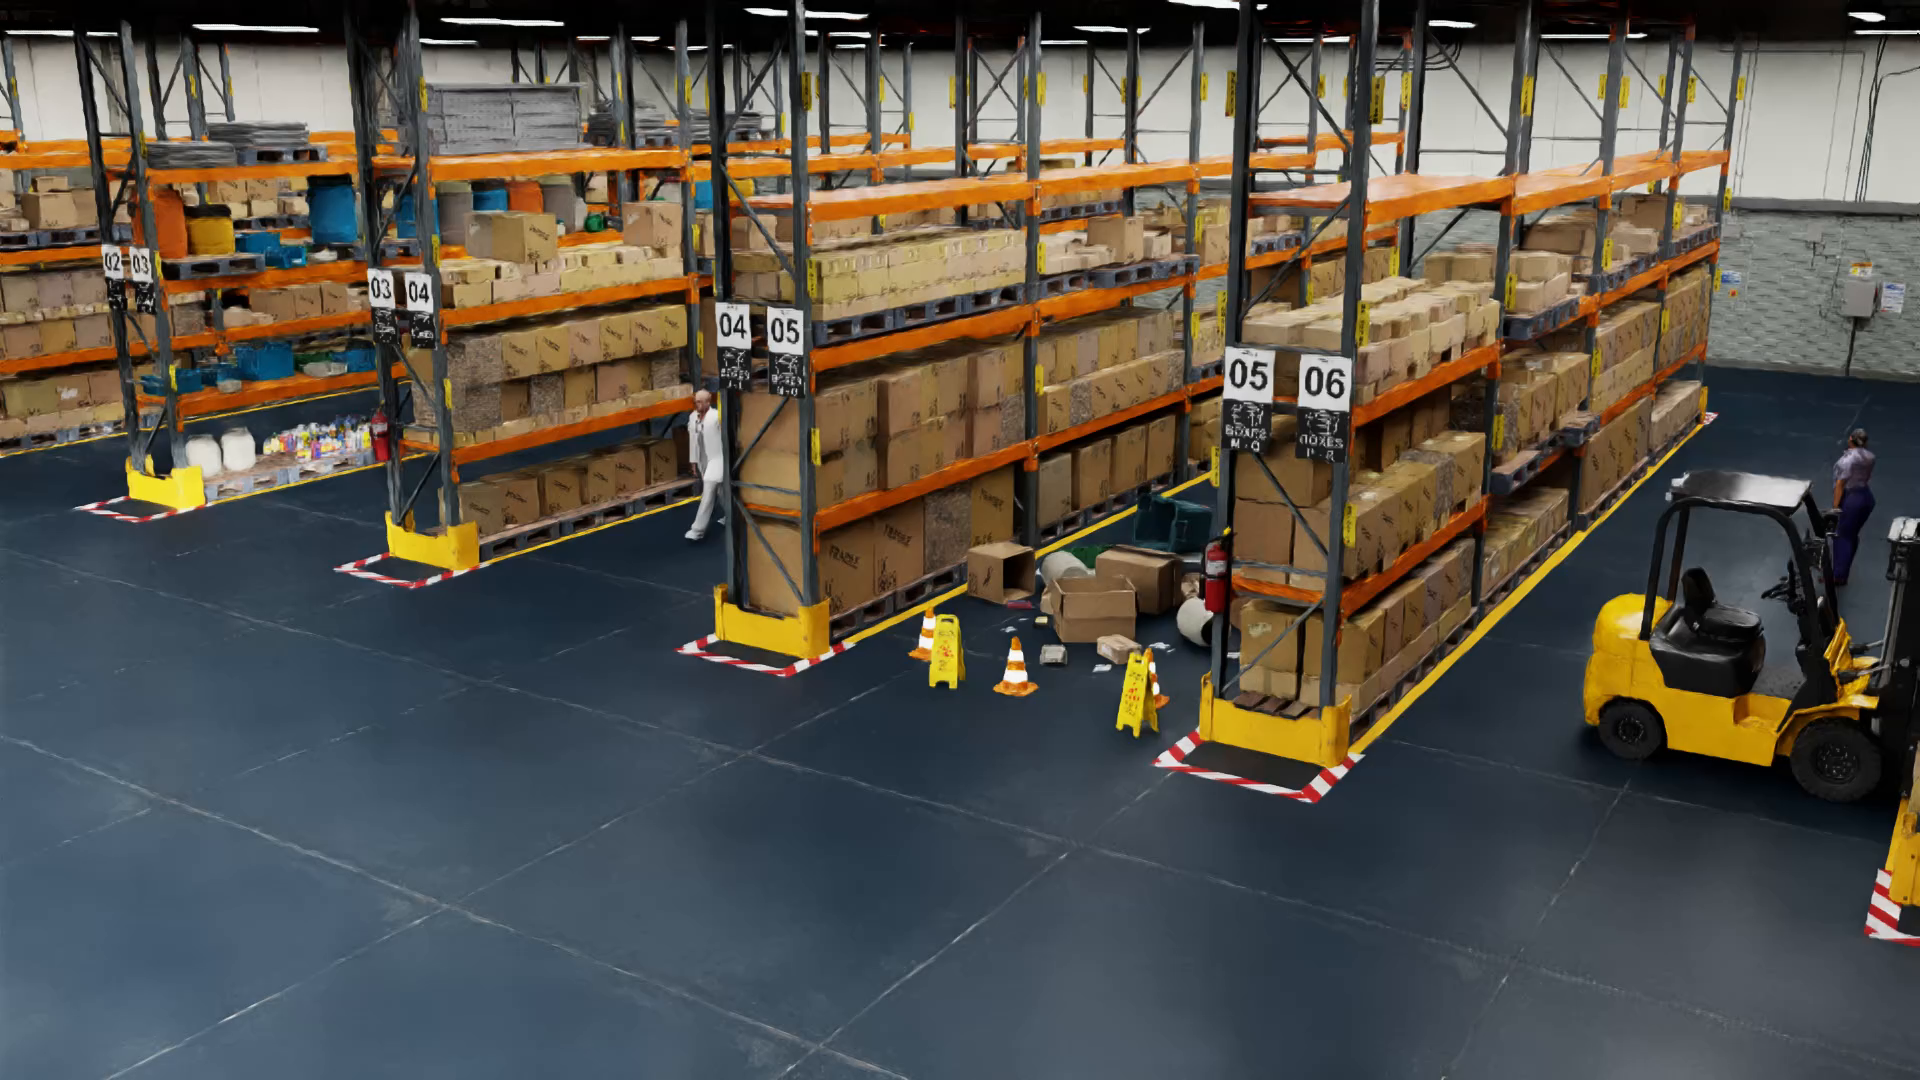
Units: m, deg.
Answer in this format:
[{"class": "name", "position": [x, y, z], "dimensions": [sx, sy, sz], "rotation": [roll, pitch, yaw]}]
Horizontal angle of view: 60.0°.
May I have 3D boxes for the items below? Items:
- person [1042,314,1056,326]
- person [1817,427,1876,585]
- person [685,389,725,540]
[{"class": "person", "position": [1.417, -2.808, 26.151], "dimensions": [0.408, 1.679, 0.538], "rotation": [1, 16, 3]}, {"class": "person", "position": [9.303, -0.375, 17.471], "dimensions": [0.523, 1.651, 0.474], "rotation": [-7, 17, -25]}, {"class": "person", "position": [-2.921, -0.918, 19.285], "dimensions": [0.598, 1.698, 1.193], "rotation": [11, 19, 34]}]
